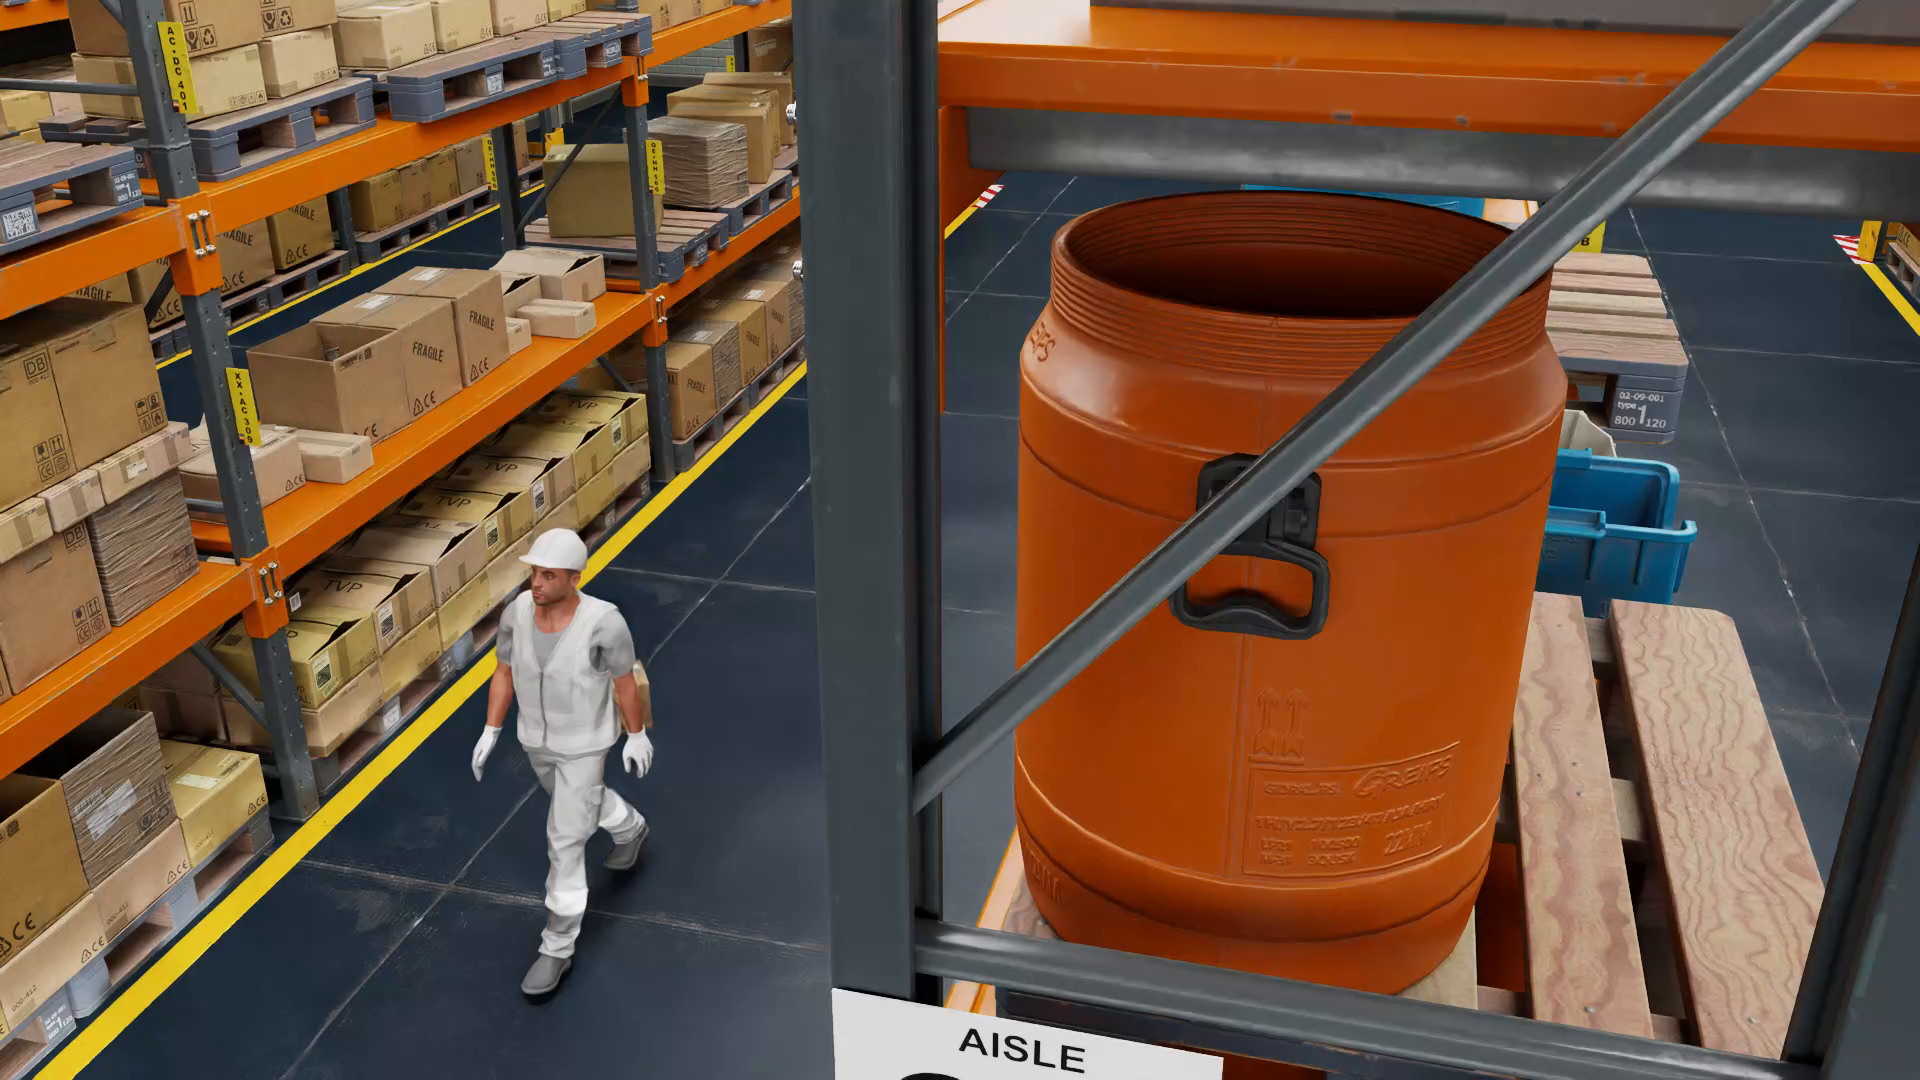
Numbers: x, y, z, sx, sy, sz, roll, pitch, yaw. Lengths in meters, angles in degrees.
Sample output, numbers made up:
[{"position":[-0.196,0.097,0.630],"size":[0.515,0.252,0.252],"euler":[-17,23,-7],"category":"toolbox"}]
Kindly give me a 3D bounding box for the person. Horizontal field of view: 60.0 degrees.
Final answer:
[{"position":[-1.545,0.770,6.443],"size":[0.598,1.749,1.046],"euler":[10,27,21],"category":"person"}]
